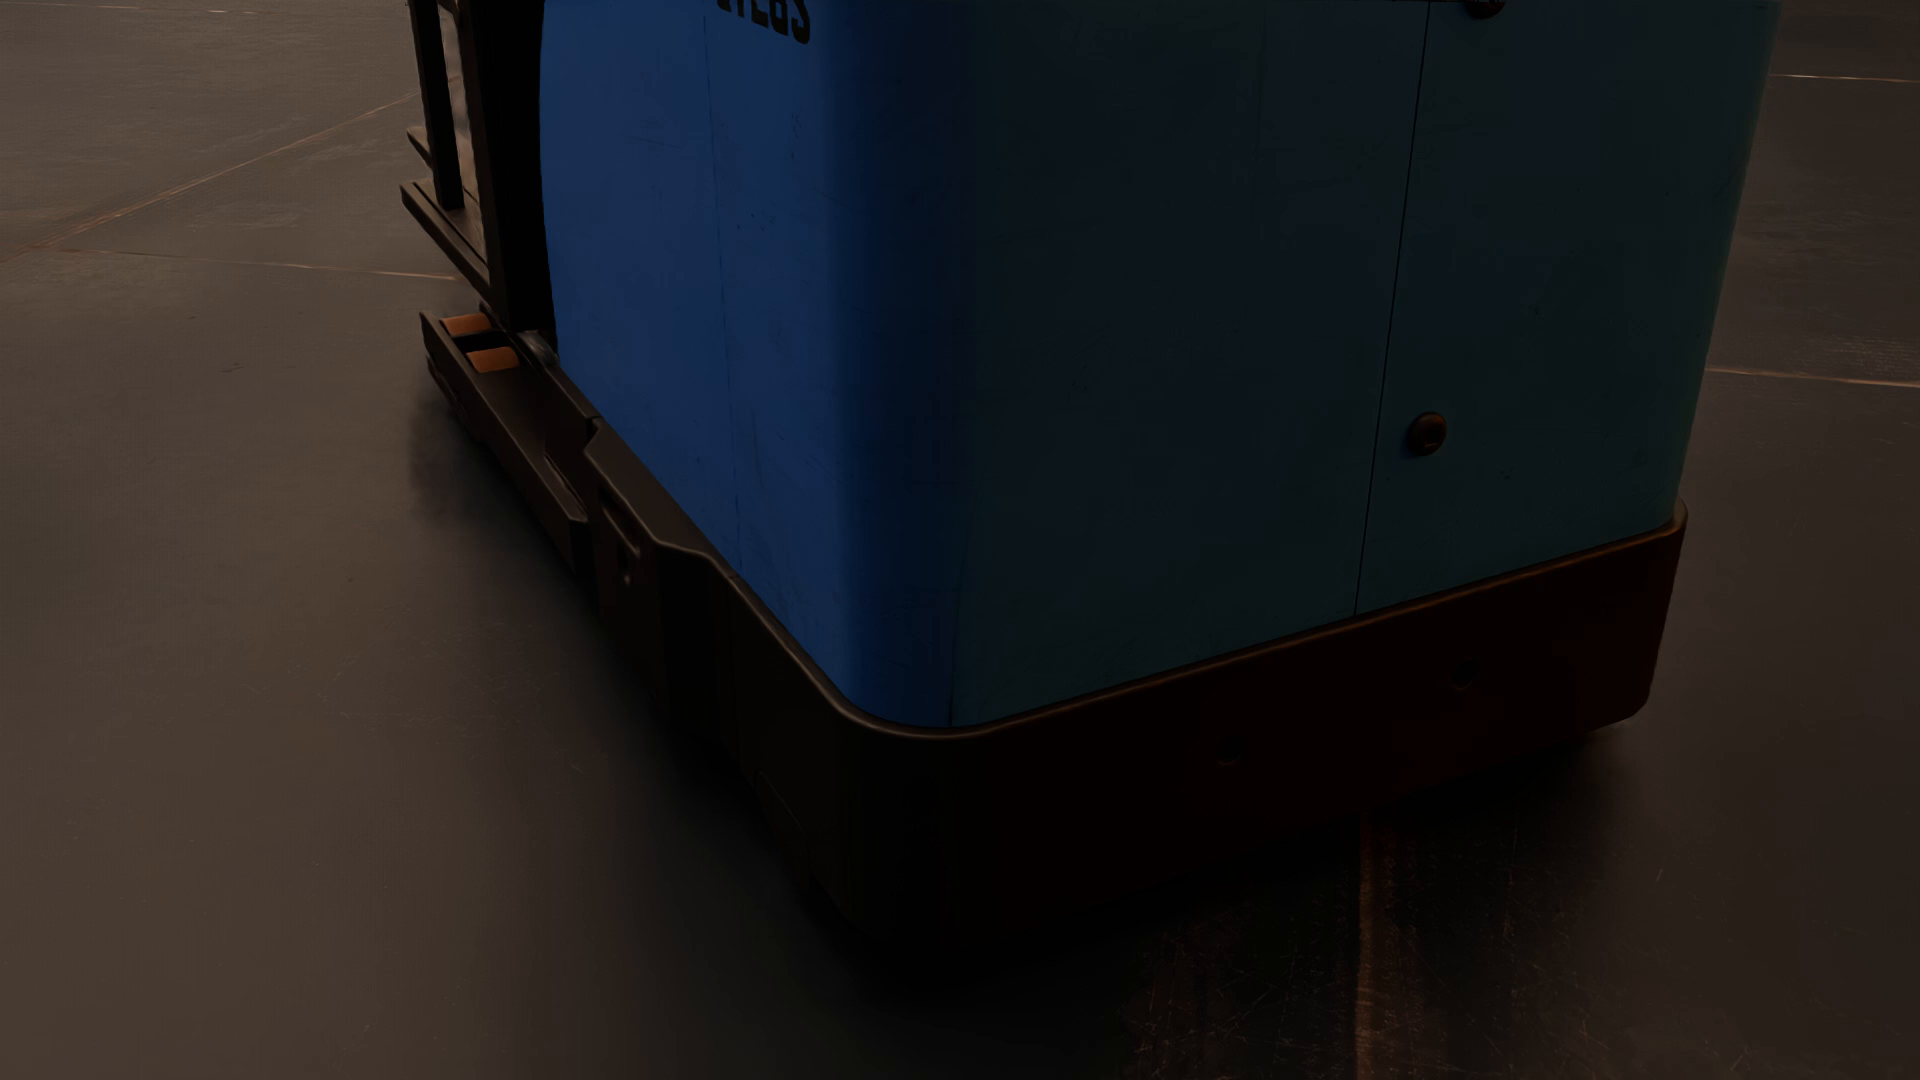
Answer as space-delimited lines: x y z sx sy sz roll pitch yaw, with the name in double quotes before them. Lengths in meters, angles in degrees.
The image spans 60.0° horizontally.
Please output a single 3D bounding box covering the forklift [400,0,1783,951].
"forklift" -0.304 -1.553 2.324 1.130 2.935 3.031 -13 30 -24
